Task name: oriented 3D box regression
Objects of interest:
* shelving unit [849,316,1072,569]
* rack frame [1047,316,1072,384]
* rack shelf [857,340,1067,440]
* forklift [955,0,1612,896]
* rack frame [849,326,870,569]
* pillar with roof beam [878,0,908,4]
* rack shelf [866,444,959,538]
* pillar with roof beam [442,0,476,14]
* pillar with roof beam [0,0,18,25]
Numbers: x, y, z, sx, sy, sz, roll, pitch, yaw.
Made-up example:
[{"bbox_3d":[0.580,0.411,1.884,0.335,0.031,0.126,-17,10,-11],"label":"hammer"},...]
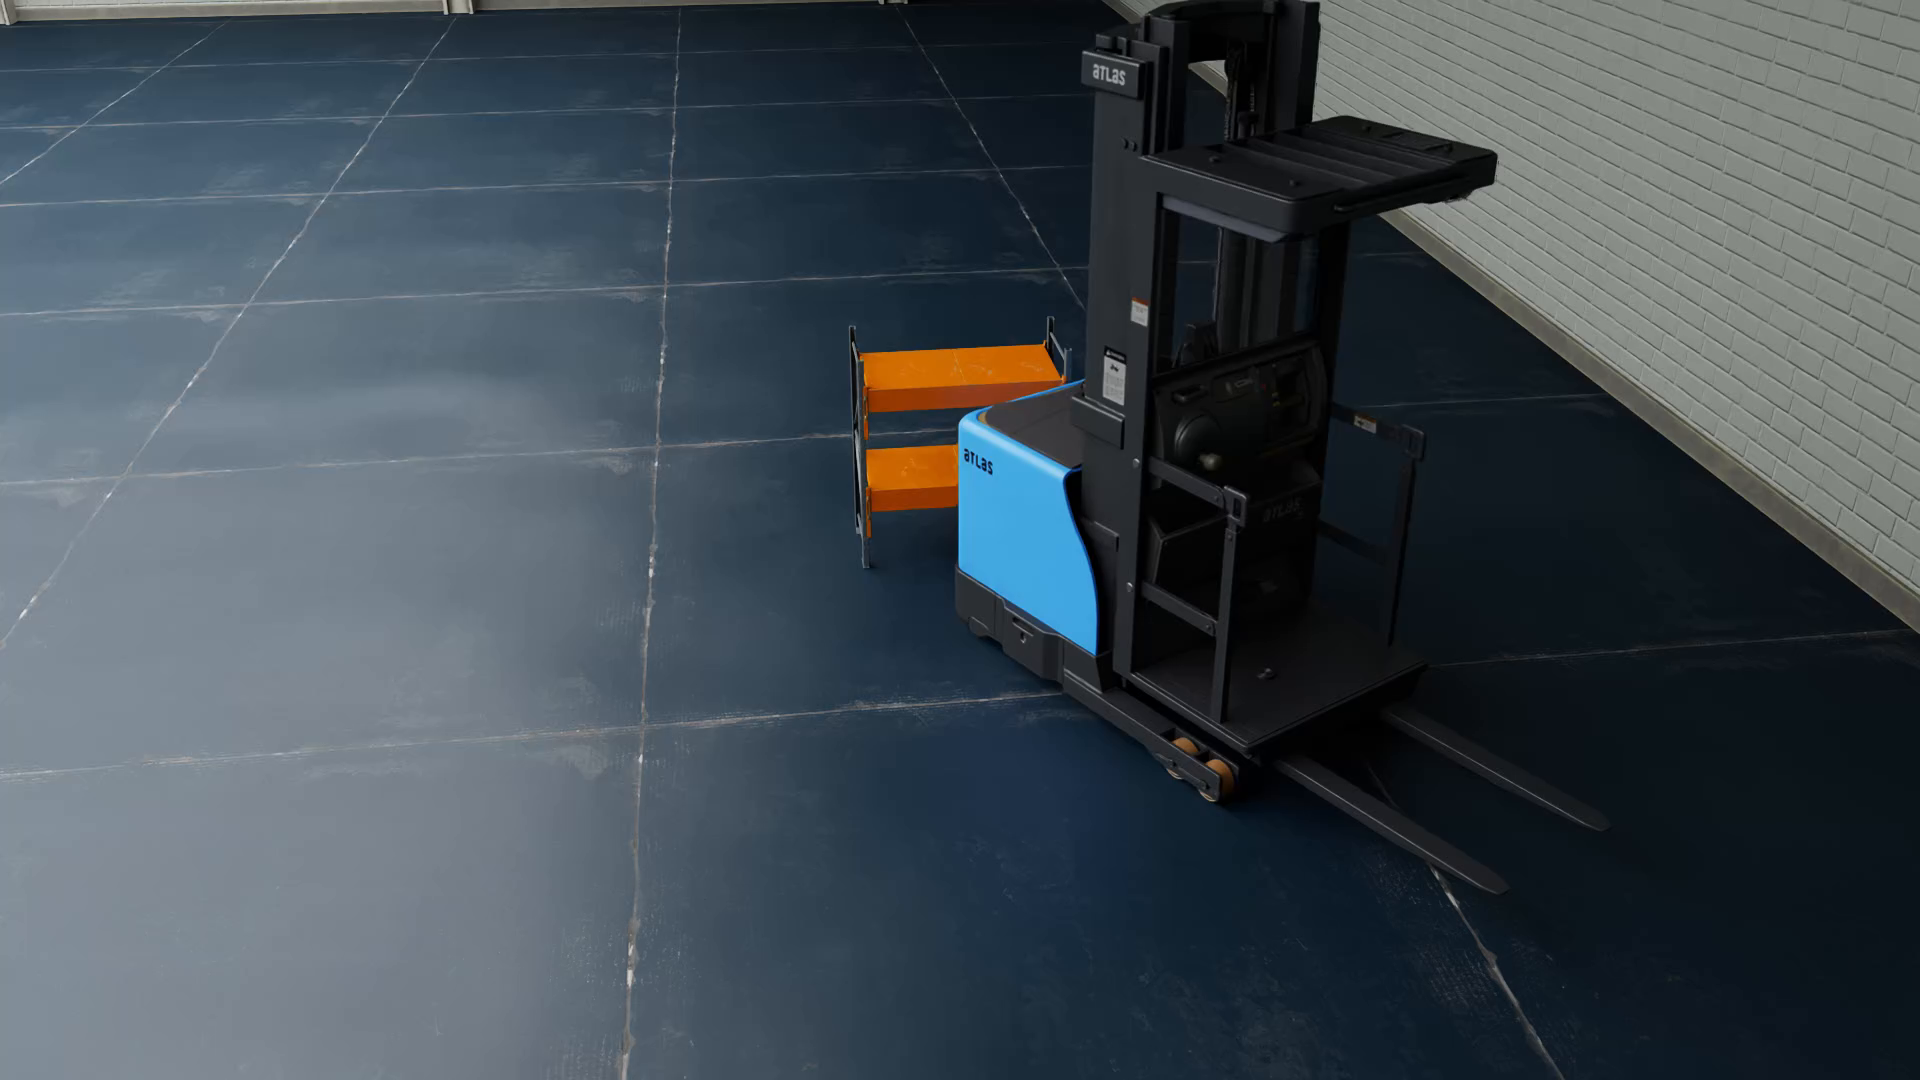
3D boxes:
[{"bbox_3d":[-0.007,-0.500,8.492,1.048,1.125,0.538,-4,27,-7],"label":"shelving unit"},{"bbox_3d":[0.497,-0.532,8.555,0.032,1.125,0.500,-4,27,-7],"label":"rack frame"},{"bbox_3d":[-0.007,-0.760,8.359,1.000,0.278,0.538,-4,27,-7],"label":"rack shelf"},{"bbox_3d":[1.259,-0.505,6.524,1.130,2.935,3.031,-19,33,-32],"label":"forklift"},{"bbox_3d":[-0.510,-0.468,8.429,0.032,1.125,0.500,-4,27,-7],"label":"rack frame"},{"bbox_3d":[-0.354,-9.724,17.844,0.400,9.000,9.100,-4,27,-7],"label":"pillar with roof beam"},{"bbox_3d":[-0.007,-0.282,8.604,1.000,0.278,0.538,-4,27,-7],"label":"rack shelf"},{"bbox_3d":[-6.296,-9.343,17.101,0.400,9.000,9.100,-4,27,-7],"label":"pillar with roof beam"},{"bbox_3d":[-12.237,-8.961,16.357,0.400,9.000,9.100,-4,27,-7],"label":"pillar with roof beam"}]
